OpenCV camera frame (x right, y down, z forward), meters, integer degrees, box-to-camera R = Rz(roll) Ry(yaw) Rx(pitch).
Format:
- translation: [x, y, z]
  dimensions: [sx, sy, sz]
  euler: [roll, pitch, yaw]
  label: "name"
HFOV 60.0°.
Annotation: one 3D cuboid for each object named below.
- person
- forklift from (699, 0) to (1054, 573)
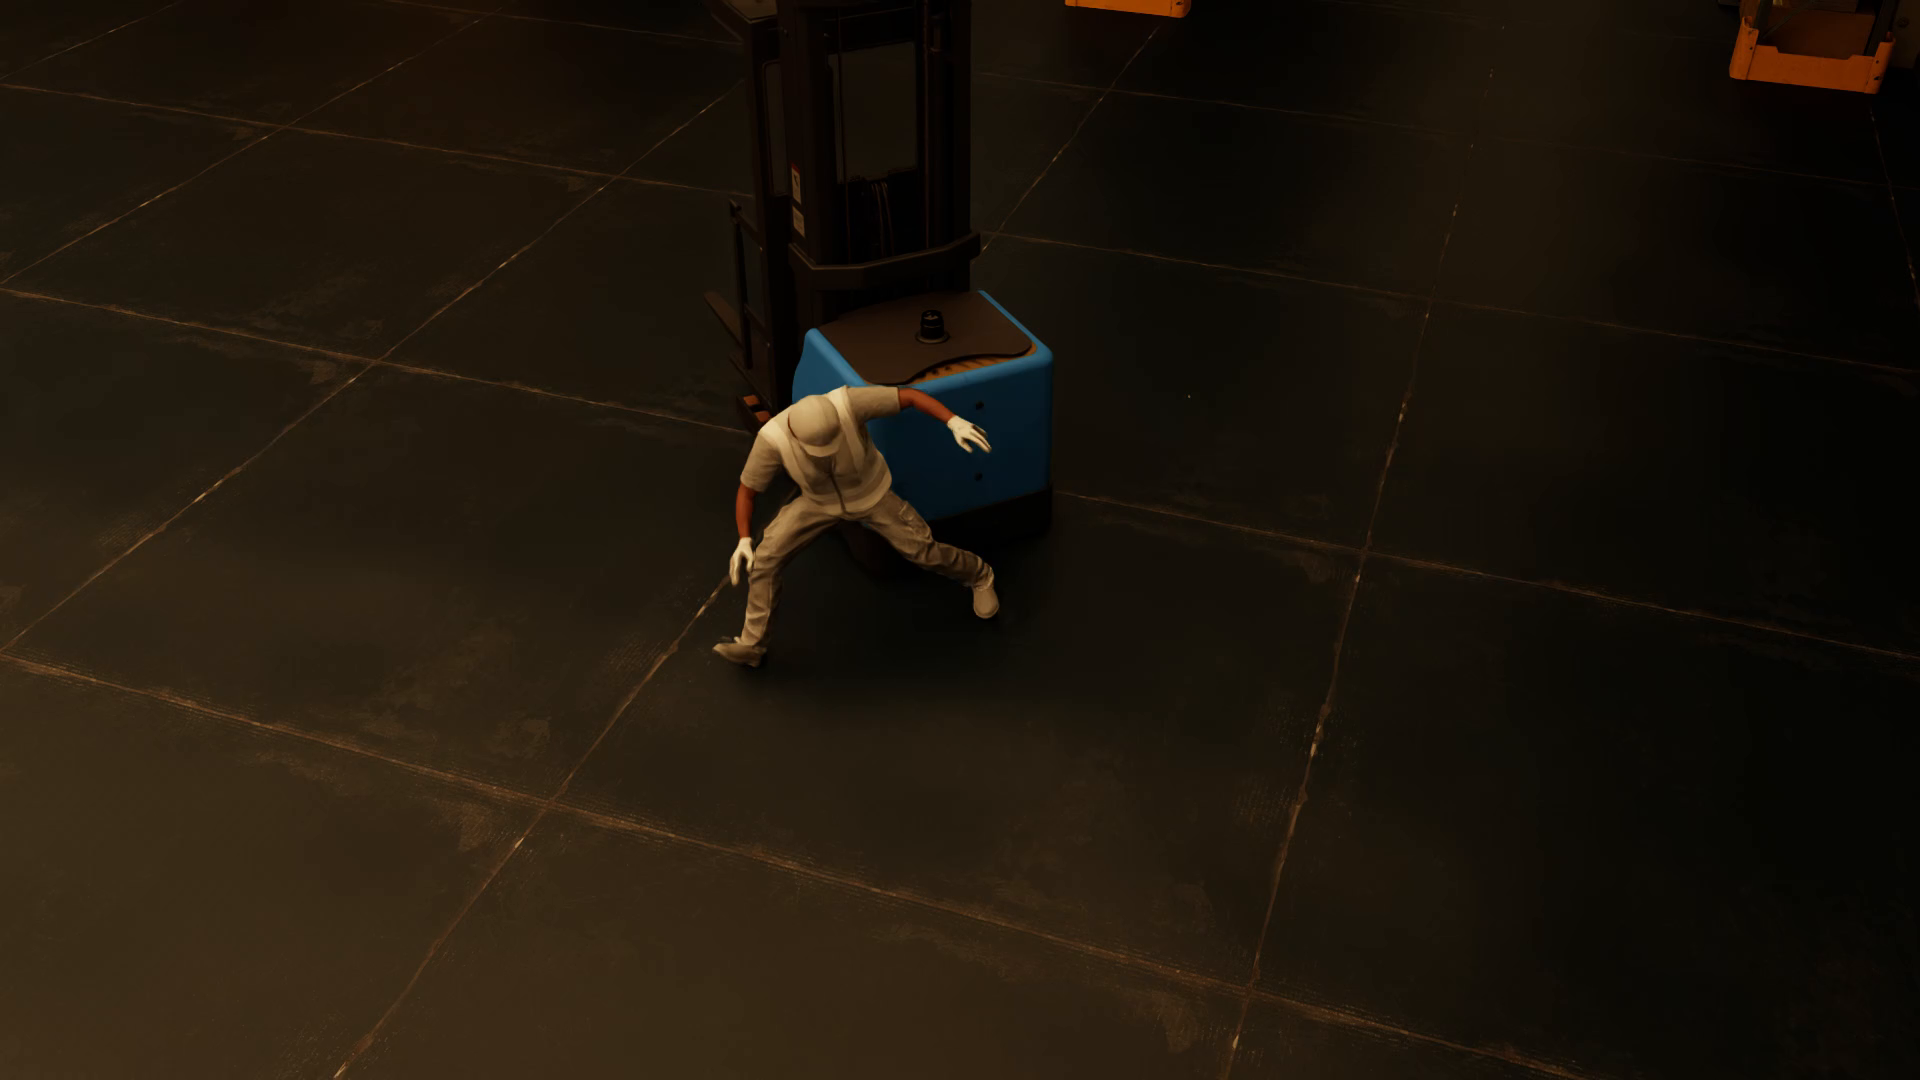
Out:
- translation: [-0.471, -0.103, 7.575]
  dimensions: [1.317, 1.445, 0.794]
  euler: [1, 35, 1]
  label: "person"
- translation: [-0.633, -1.867, 8.745]
  dimensions: [1.130, 2.935, 3.031]
  euler: [-16, 38, -21]
  label: "forklift"
